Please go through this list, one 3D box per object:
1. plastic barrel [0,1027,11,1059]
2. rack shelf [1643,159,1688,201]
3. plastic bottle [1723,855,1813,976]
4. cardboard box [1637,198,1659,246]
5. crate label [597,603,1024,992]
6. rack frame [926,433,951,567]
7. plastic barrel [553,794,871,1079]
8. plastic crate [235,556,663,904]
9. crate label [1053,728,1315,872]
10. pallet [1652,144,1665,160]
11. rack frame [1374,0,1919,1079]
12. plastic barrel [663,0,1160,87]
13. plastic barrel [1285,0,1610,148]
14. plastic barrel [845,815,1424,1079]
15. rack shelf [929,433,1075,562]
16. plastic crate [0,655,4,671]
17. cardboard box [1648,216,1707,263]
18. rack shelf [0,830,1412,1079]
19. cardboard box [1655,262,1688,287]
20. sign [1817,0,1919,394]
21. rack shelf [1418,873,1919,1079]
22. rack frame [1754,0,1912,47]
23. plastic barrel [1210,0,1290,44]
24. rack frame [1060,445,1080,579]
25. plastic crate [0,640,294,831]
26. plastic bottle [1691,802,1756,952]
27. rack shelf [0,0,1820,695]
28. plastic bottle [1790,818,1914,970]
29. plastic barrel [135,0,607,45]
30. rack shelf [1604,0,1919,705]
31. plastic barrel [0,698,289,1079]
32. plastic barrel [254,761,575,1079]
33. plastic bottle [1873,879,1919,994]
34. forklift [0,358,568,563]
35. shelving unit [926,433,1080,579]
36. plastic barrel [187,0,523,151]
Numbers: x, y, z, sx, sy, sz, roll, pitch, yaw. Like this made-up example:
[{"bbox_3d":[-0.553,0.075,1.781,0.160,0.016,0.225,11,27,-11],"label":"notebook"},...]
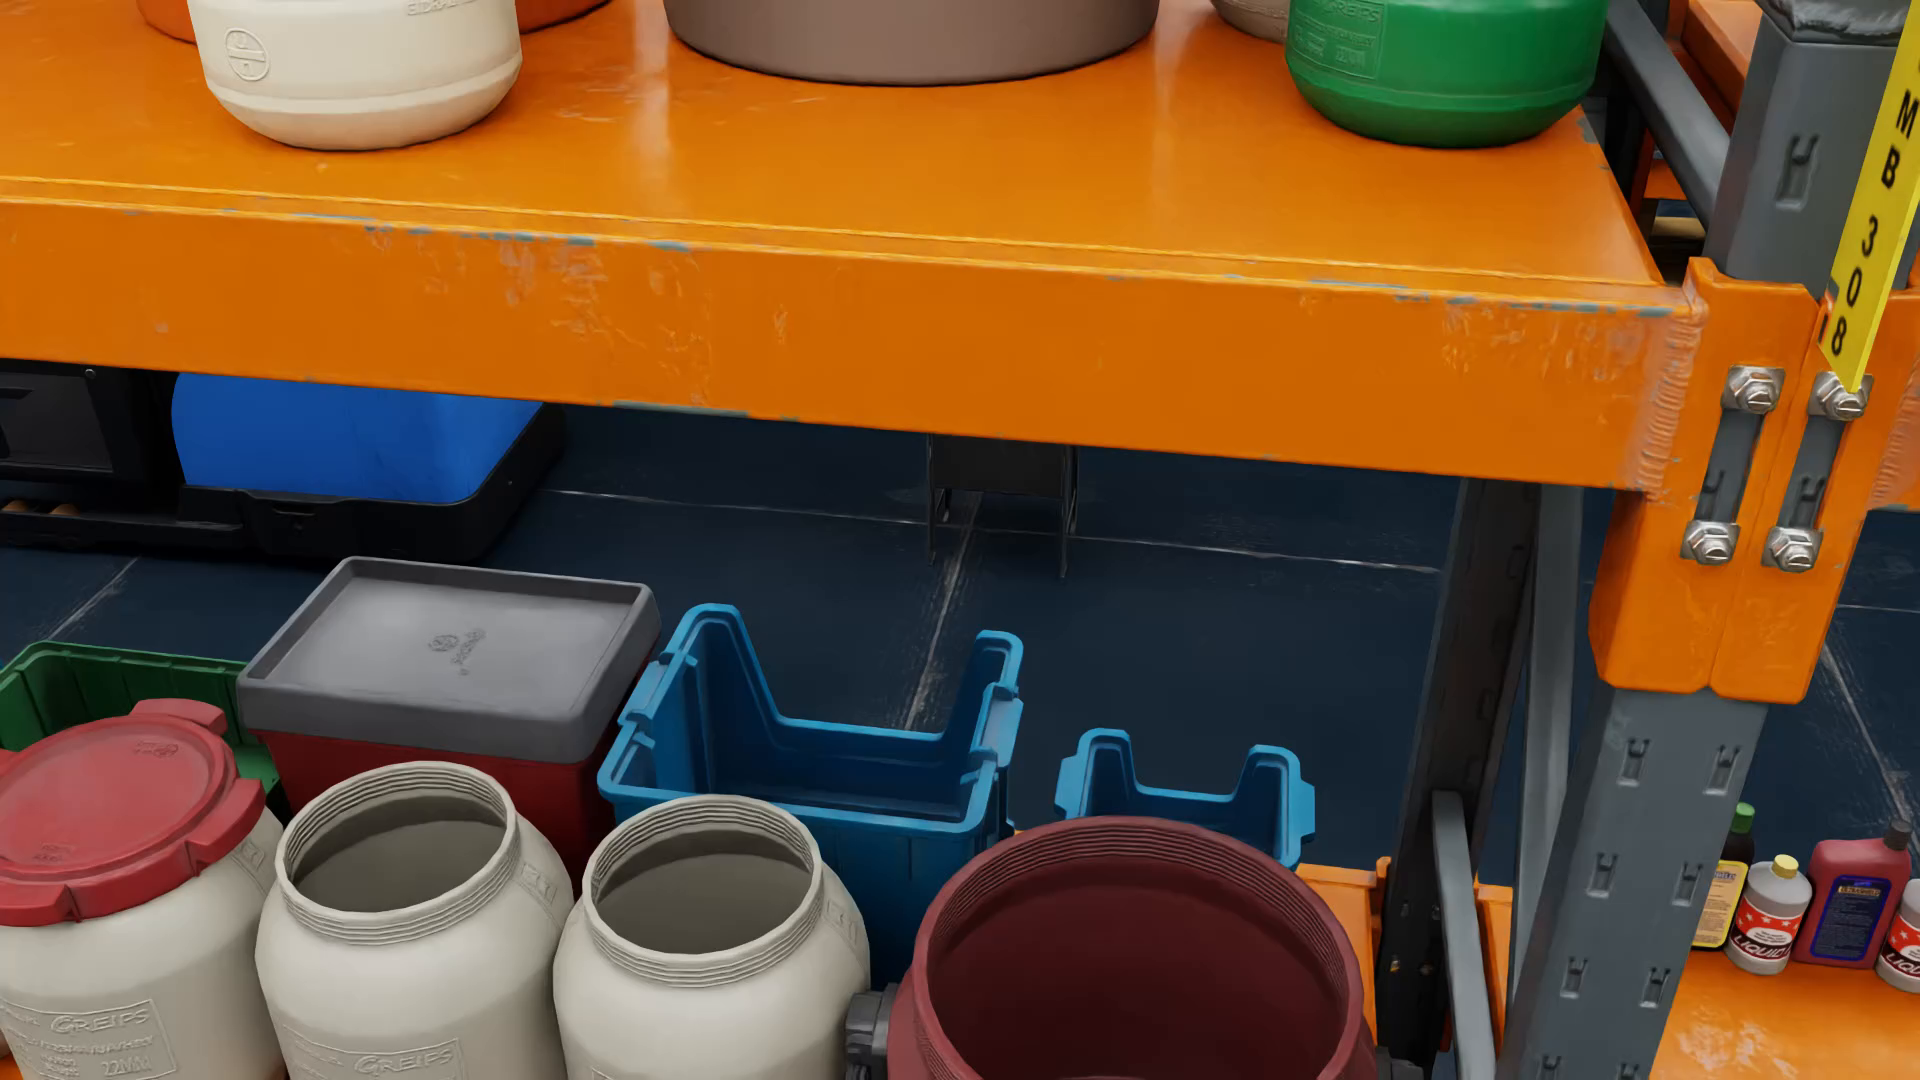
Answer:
[{"bbox_3d":[-1.596,0.525,2.456,0.433,0.535,0.433,0,32,0],"label":"plastic barrel"},{"bbox_3d":[3.526,-1.433,6.390,4.000,0.370,1.077,5,32,8],"label":"rack shelf"},{"bbox_3d":[1.299,0.591,2.666,0.097,0.201,0.097,0,32,0],"label":"plastic bottle"},{"bbox_3d":[2.572,-1.398,6.890,0.500,0.250,0.500,6,33,10],"label":"cardboard box"},{"bbox_3d":[-0.216,0.429,2.704,0.616,0.435,0.502,5,32,8],"label":"crate label"},{"bbox_3d":[-0.077,-0.897,5.704,0.015,2.100,0.400,5,32,8],"label":"rack frame"},{"bbox_3d":[-0.332,0.647,2.285,0.421,0.512,0.421,0,32,0],"label":"plastic barrel"},{"bbox_3d":[-0.824,0.343,2.815,0.583,0.464,0.402,5,32,8],"label":"plastic crate"},{"bbox_3d":[0.366,0.511,2.764,0.416,0.233,0.303,5,32,8],"label":"crate label"},{"bbox_3d":[2.235,-1.811,6.497,1.003,0.211,1.213,5,32,8],"label":"pallet"},{"bbox_3d":[0.718,0.674,2.346,0.127,3.000,1.000,5,32,8],"label":"rack frame"},{"bbox_3d":[-0.055,-0.997,1.716,0.600,0.901,0.600,0,32,0],"label":"plastic barrel"},{"bbox_3d":[0.466,-0.527,1.584,0.294,0.245,0.294,0,32,0],"label":"plastic barrel"},{"bbox_3d":[0.209,0.733,2.123,0.708,0.536,0.600,5,32,8],"label":"plastic barrel"},{"bbox_3d":[0.163,-0.270,6.048,0.480,0.518,0.431,5,32,8],"label":"rack shelf"},{"bbox_3d":[-2.085,0.260,3.023,0.575,0.384,0.392,5,32,8],"label":"plastic crate"},{"bbox_3d":[3.026,-1.036,7.019,0.500,0.500,0.500,4,32,6],"label":"cardboard box"},{"bbox_3d":[-1.254,0.800,2.822,4.000,0.370,1.077,5,32,8],"label":"rack shelf"},{"bbox_3d":[2.966,-0.762,6.581,0.500,0.500,0.500,5,32,8],"label":"cardboard box"},{"bbox_3d":[0.632,-0.265,1.117,0.005,0.325,0.100,5,32,8],"label":"sign"},{"bbox_3d":[2.689,1.157,2.252,4.000,0.370,1.077,5,32,8],"label":"rack shelf"},{"bbox_3d":[0.718,-1.869,0.754,0.127,3.000,1.000,5,32,8],"label":"rack frame"},{"bbox_3d":[0.463,-0.833,1.821,0.421,0.512,0.421,0,32,0],"label":"plastic barrel"},{"bbox_3d":[0.404,-0.853,5.634,0.015,2.100,0.400,5,32,8],"label":"rack frame"},{"bbox_3d":[-1.461,0.415,2.960,0.662,0.188,0.450,5,32,8],"label":"plastic crate"},{"bbox_3d":[1.188,0.536,2.676,0.133,0.283,0.061,5,32,8],"label":"plastic bottle"},{"bbox_3d":[-1.254,-0.471,2.026,4.000,0.370,1.077,5,32,8],"label":"rack shelf"},{"bbox_3d":[1.416,0.557,2.643,0.133,0.283,0.061,5,32,8],"label":"plastic bottle"},{"bbox_3d":[-0.700,-1.025,1.828,0.708,0.830,0.600,5,32,8],"label":"plastic barrel"},{"bbox_3d":[2.689,-0.114,1.456,4.000,0.370,1.077,5,32,8],"label":"rack shelf"},{"bbox_3d":[-1.169,0.564,2.394,0.433,0.535,0.433,0,32,0],"label":"plastic barrel"},{"bbox_3d":[-0.747,0.609,2.345,0.421,0.512,0.421,0,32,0],"label":"plastic barrel"},{"bbox_3d":[1.526,0.612,2.633,0.097,0.201,0.097,0,32,0],"label":"plastic bottle"},{"bbox_3d":[-3.159,-1.480,5.852,3.031,2.935,1.130,4,32,7],"label":"forklift"},{"bbox_3d":[0.163,-0.875,5.669,0.503,2.100,0.431,5,32,8],"label":"shelving unit"},{"bbox_3d":[-0.575,-0.530,1.573,0.301,0.262,0.301,0,32,0],"label":"plastic barrel"}]
